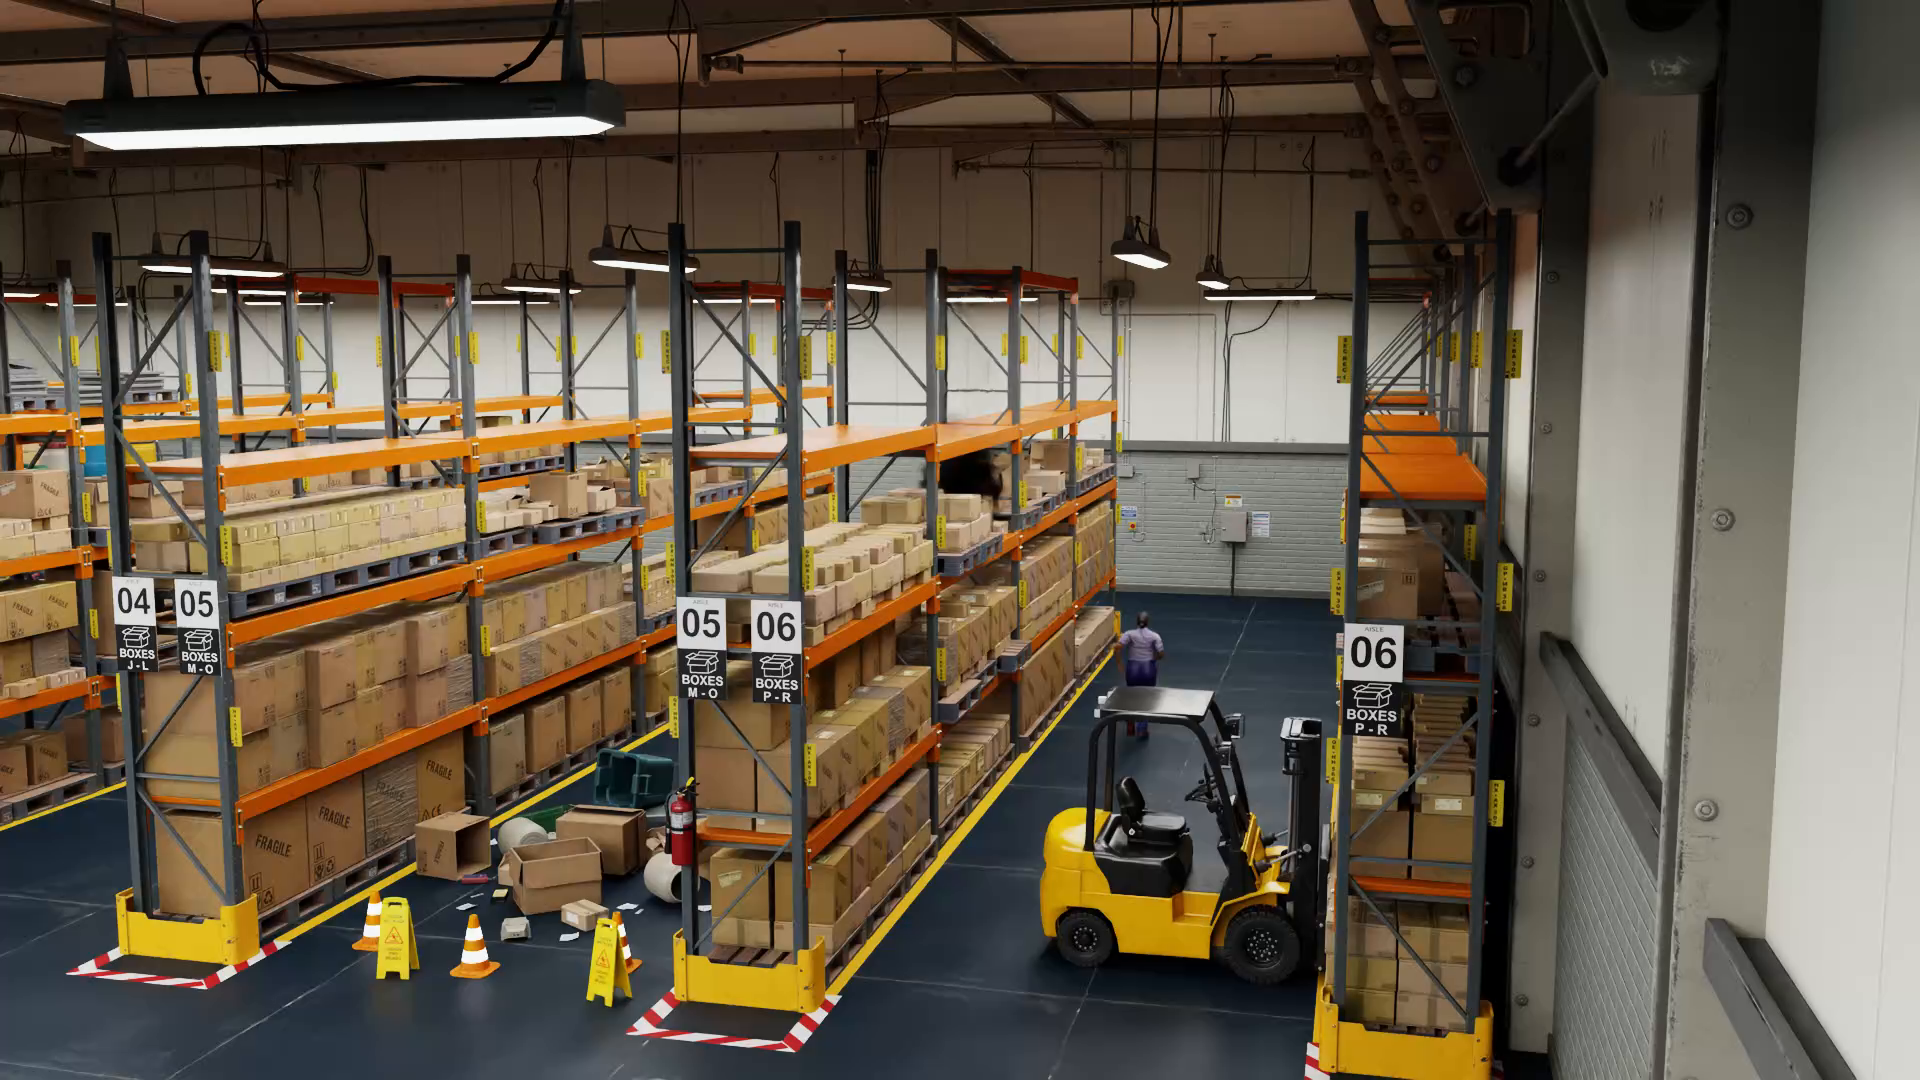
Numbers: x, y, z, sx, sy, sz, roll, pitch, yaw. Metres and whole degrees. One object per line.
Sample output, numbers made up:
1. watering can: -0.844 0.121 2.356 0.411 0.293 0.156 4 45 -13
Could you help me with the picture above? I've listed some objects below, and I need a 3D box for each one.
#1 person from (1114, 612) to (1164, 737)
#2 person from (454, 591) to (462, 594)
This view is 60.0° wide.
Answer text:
1. person: 2.336 1.741 21.589 0.626 1.644 0.637 2 7 15
2. person: -6.670 1.561 22.346 0.640 1.796 0.890 2 7 12
